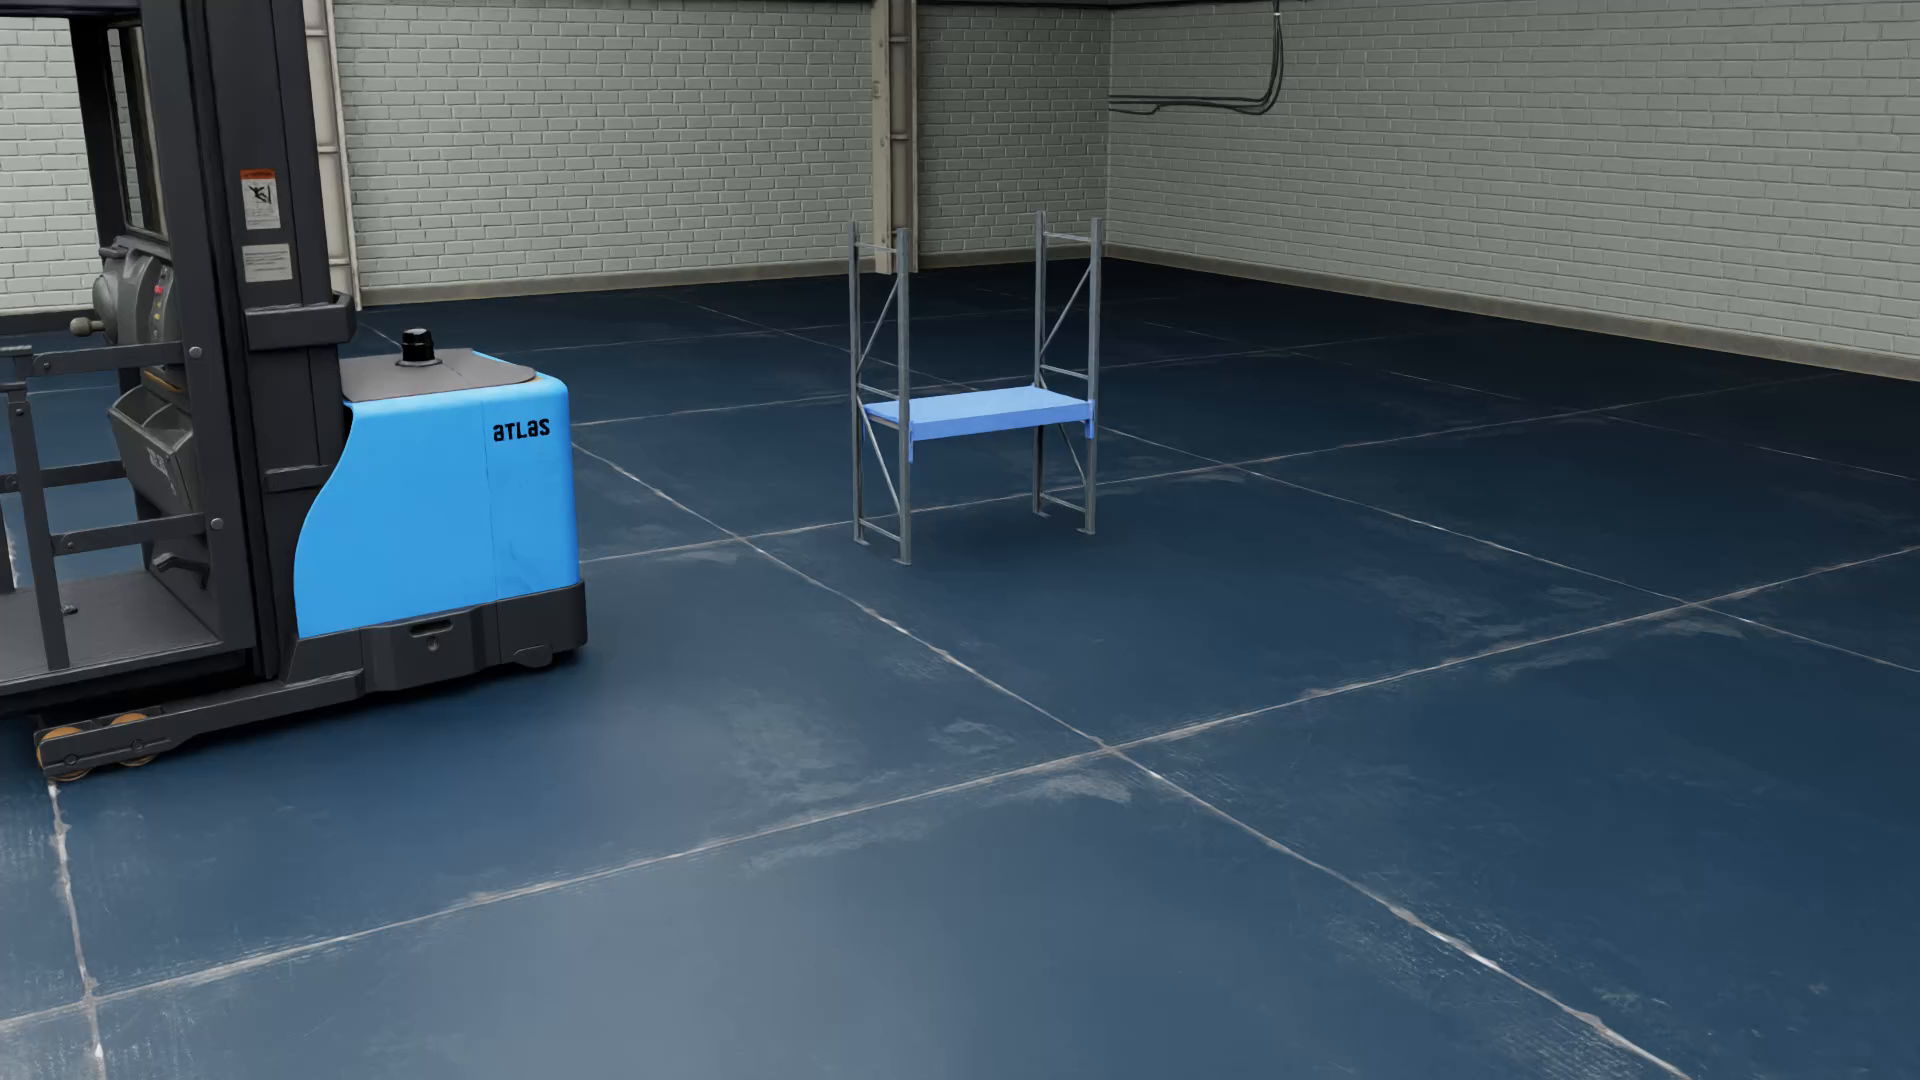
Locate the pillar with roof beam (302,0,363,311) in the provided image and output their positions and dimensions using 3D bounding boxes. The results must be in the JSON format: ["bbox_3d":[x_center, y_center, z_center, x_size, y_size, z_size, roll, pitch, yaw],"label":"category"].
[{"bbox_3d":[-3.637,-5.501,10.863,0.400,9.000,9.100,-9,18,-30],"label":"pillar with roof beam"}]

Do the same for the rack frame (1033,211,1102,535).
[{"bbox_3d":[0.509,-0.805,8.002,0.032,1.500,0.500,-9,18,-30],"label":"rack frame"}]

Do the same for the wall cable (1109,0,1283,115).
[{"bbox_3d":[2.496,-5.940,18.180,0.112,2.526,3.097,-9,18,-30],"label":"wall cable"}]

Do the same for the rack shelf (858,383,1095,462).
[{"bbox_3d":[0.073,-0.561,7.798,1.000,0.185,0.538,-9,18,-30],"label":"rack shelf"}]

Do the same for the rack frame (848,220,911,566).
[{"bbox_3d":[-0.363,-0.663,7.498,0.032,1.500,0.500,-9,18,-30],"label":"rack frame"}]

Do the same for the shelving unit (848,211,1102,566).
[{"bbox_3d":[0.073,-0.734,7.750,1.048,1.500,0.538,-9,18,-30],"label":"shelving unit"}]

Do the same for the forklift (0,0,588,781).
[{"bbox_3d":[-2.884,-0.816,5.390,3.031,2.935,1.130,-12,19,-36],"label":"forklift"}]

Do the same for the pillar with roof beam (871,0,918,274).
[{"bbox_3d":[1.506,-6.335,13.838,0.400,9.000,9.100,-9,18,-30],"label":"pillar with roof beam"}]
